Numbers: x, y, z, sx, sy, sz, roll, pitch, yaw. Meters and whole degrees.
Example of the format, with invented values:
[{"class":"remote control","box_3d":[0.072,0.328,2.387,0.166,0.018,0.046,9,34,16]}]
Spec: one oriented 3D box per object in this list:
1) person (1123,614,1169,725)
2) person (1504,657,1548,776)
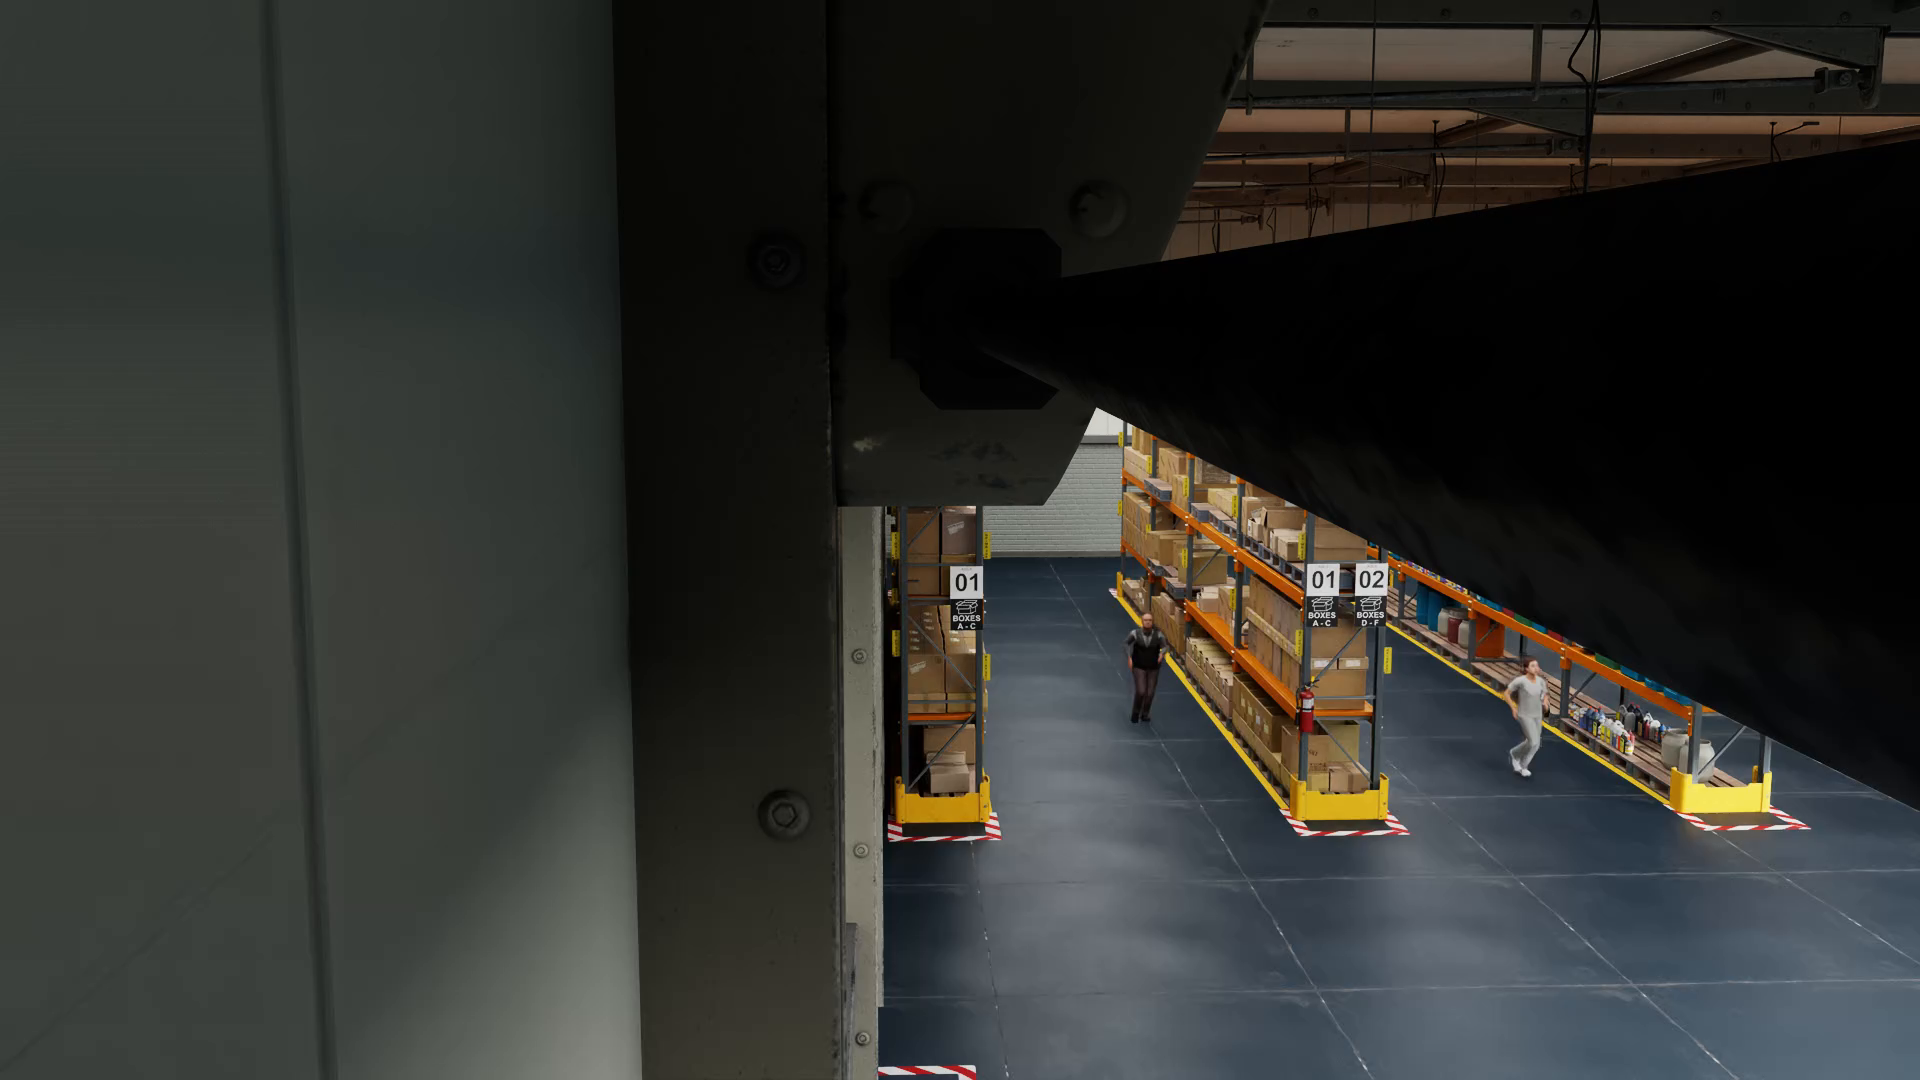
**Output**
[{"class":"person","box_3d":[2.828,1.962,25.150,0.661,1.706,0.677,-1,8,-5]},{"class":"person","box_3d":[7.670,2.389,22.344,0.550,1.629,0.565,-3,8,-18]}]
